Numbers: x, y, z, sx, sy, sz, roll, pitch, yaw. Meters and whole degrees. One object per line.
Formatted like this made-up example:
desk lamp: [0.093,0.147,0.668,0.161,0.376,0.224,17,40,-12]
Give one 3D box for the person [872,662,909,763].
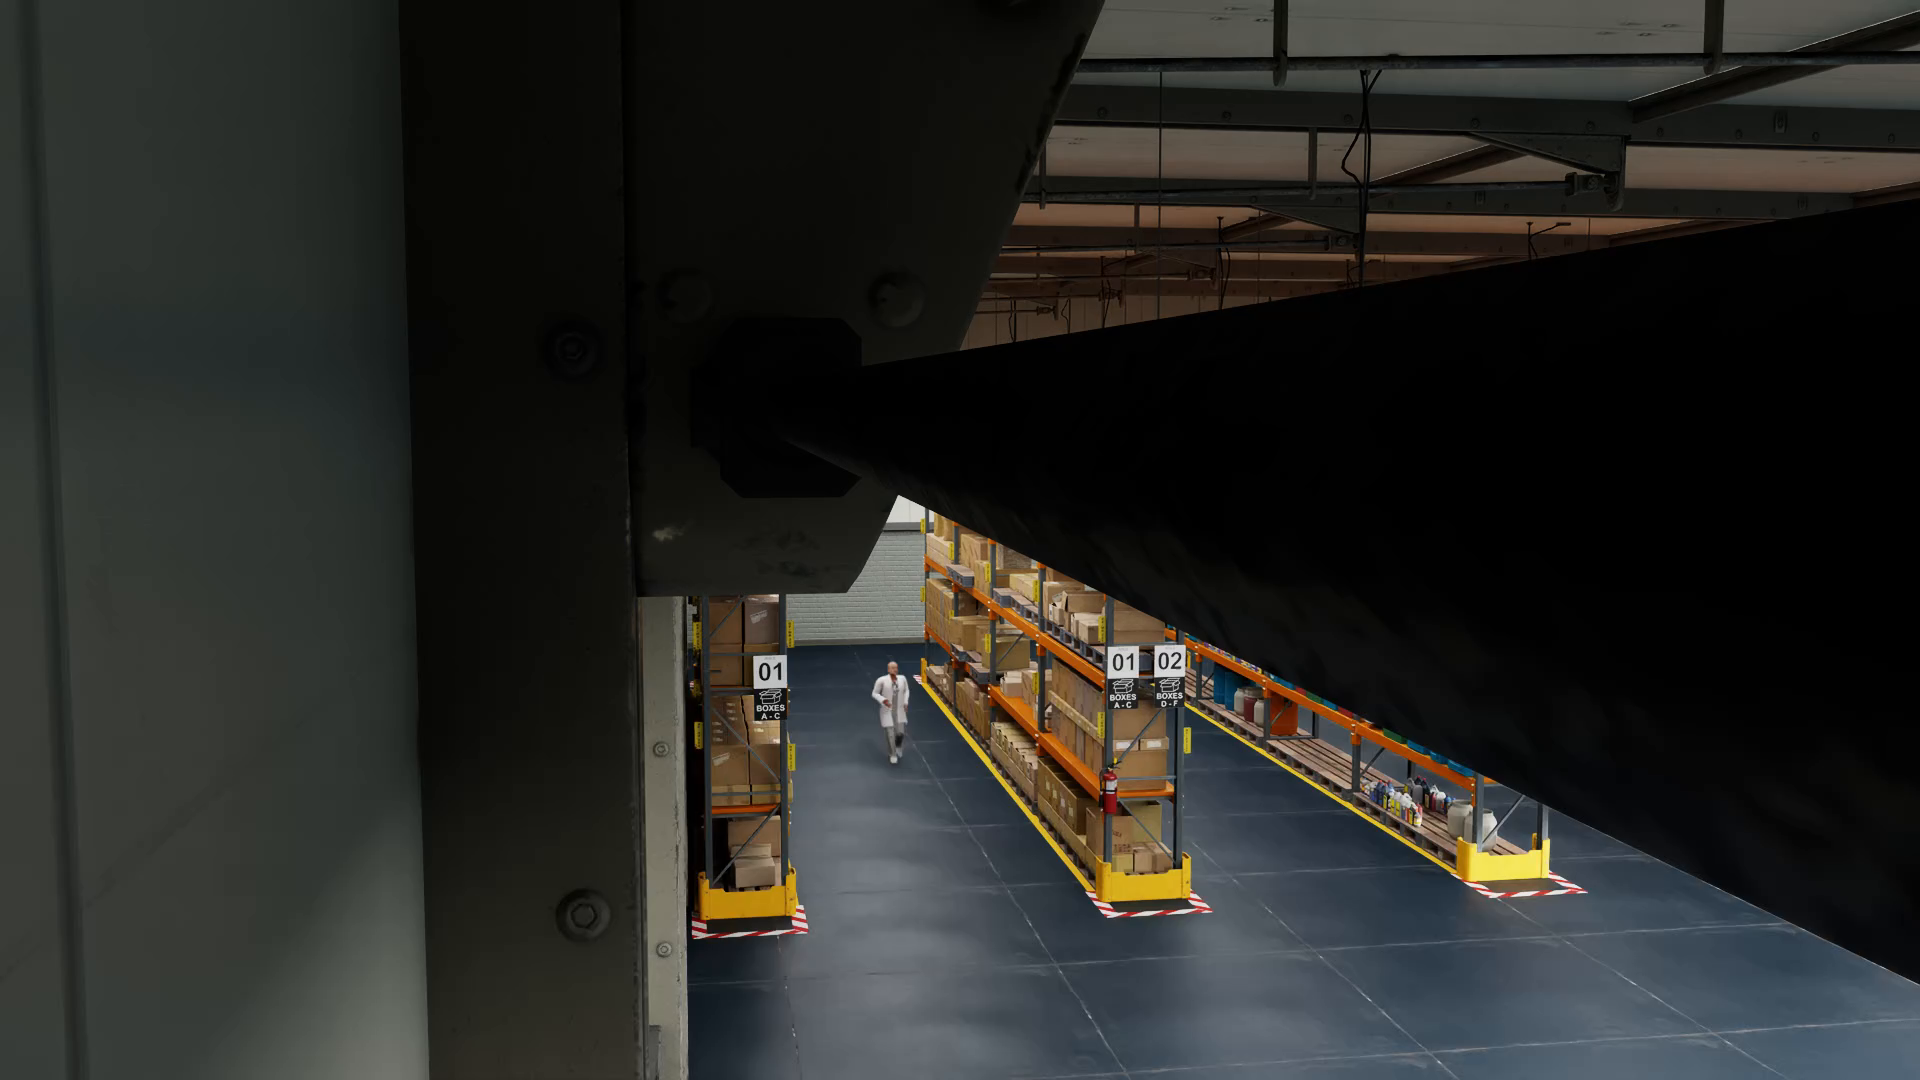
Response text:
person: [-1.158,2.961,28.508,0.691,1.737,0.659,-2,5,-17]
